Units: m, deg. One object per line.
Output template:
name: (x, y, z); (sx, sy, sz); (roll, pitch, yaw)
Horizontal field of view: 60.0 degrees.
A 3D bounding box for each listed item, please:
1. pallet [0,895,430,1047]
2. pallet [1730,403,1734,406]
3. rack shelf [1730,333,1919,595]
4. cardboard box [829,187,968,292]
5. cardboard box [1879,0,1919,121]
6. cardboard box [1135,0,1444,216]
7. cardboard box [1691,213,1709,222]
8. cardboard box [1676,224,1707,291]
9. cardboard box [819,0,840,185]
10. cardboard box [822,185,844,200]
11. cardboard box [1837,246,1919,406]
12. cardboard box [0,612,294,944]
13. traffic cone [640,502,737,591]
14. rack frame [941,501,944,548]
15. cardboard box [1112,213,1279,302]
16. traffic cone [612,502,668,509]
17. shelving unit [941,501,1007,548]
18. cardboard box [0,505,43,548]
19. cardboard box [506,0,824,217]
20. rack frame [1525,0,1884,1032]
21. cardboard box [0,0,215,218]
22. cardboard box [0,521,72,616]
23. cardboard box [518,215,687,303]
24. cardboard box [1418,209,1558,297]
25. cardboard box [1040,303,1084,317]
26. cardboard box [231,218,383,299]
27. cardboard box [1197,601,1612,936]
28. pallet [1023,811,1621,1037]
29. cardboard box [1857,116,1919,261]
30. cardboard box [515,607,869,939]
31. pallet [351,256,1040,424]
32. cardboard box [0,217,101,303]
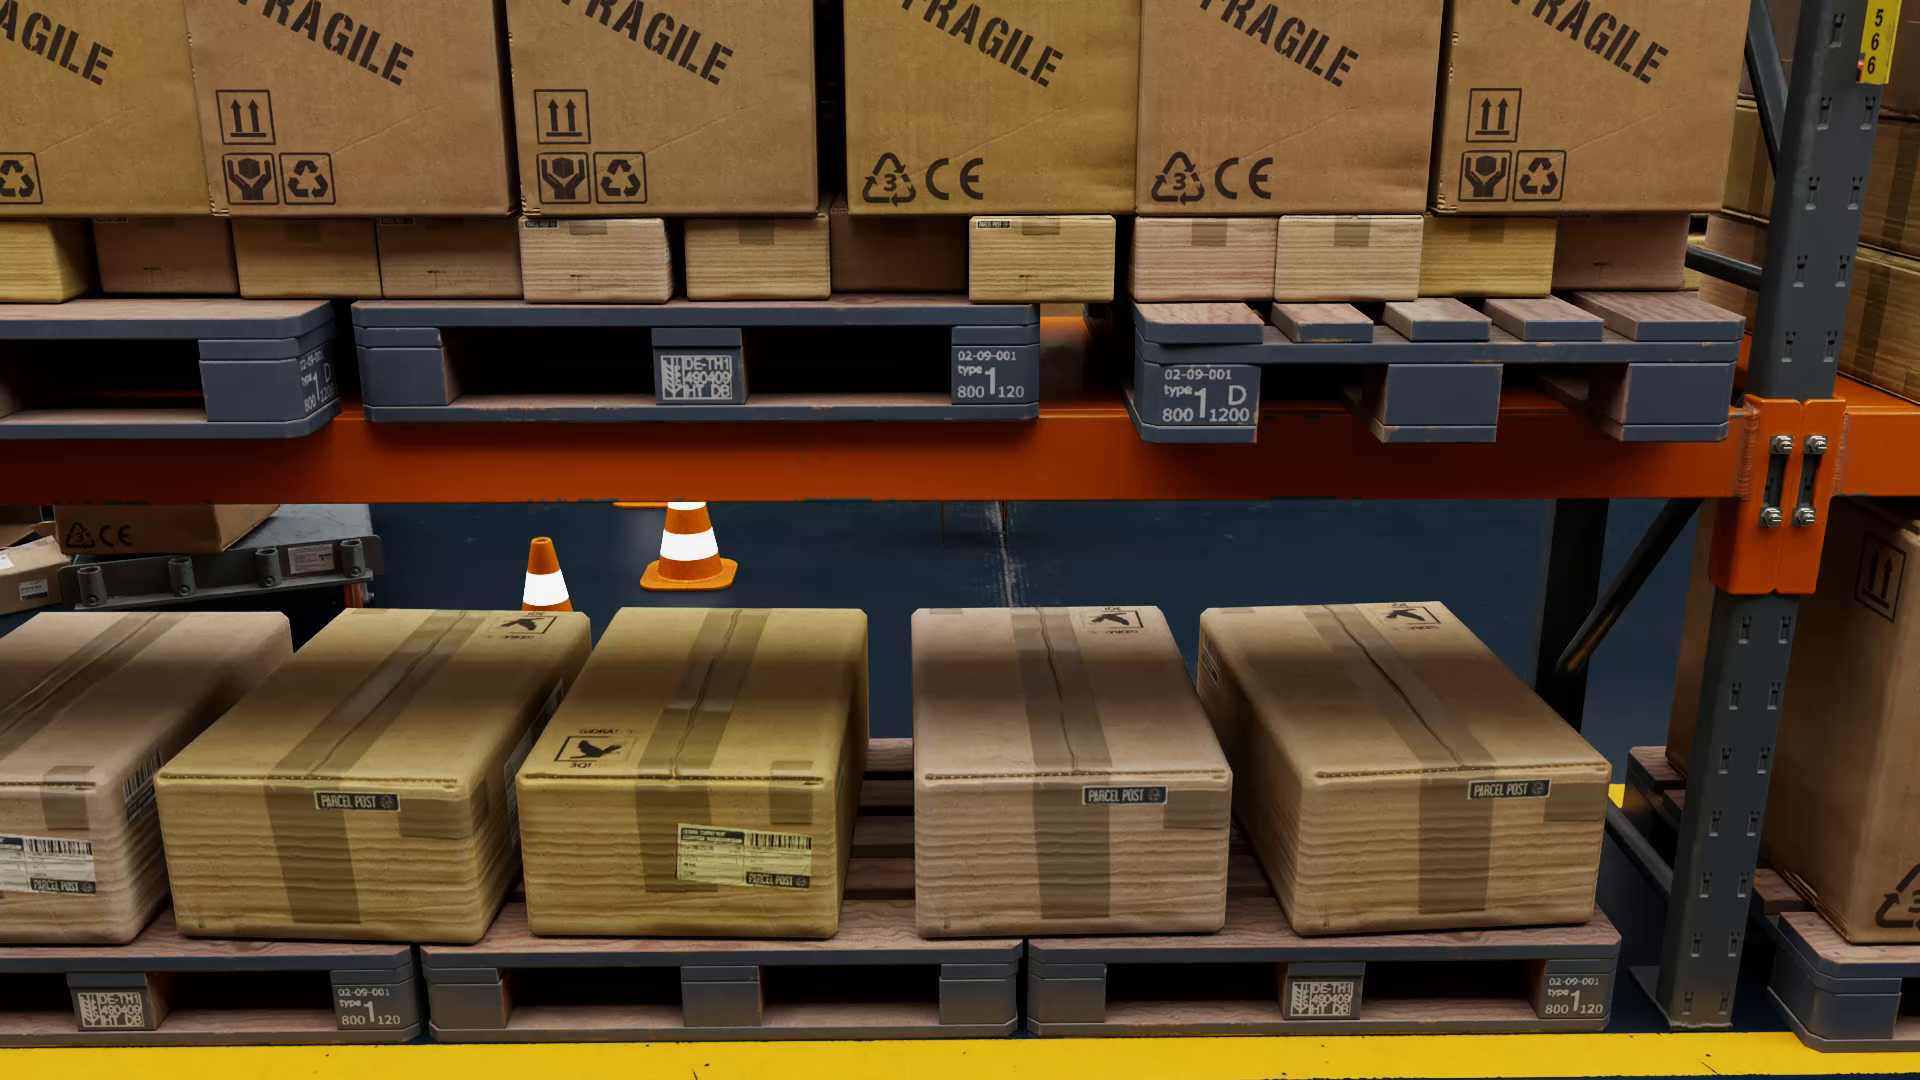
pallet: (-1.711, 0.770, 3.803); (1.213, 0.211, 1.003); (0, 18, -1)
pallet: (3.329, -0.765, 8.587); (1.213, 0.211, 1.003); (0, 18, -1)
rack shelf: (3.510, -0.240, 3.564); (4.000, 0.370, 1.077); (0, 18, -1)
cardboard box: (-0.112, -0.575, 3.153); (0.250, 0.149, 0.380); (0, 18, 0)
cardboard box: (2.007, -1.025, 3.031); (0.500, 0.500, 0.500); (-1, 18, -3)
cardboard box: (0.544, -0.870, 3.010); (0.500, 0.500, 0.500); (-1, 18, -2)
cardboard box: (4.055, -1.545, 8.629); (0.500, 0.250, 0.500); (0, 18, 1)
cardboard box: (3.548, -1.385, 8.130); (0.500, 0.250, 0.500); (-1, 18, -3)
cardboard box: (-0.495, -1.022, 3.484); (0.500, 0.500, 0.500); (-1, 18, -3)
cardboard box: (-0.172, -0.697, 3.534); (0.250, 0.149, 0.380); (0, 18, 1)
cardboard box: (2.004, -0.427, 3.215); (0.500, 0.250, 0.500); (-1, 18, -2)
cardboard box: (-1.965, 0.494, 3.712); (0.625, 0.372, 0.950); (0, 18, 0)
traffic cone: (-0.997, -0.086, 6.060); (0.334, 0.463, 0.336); (0, 18, -1)
rack frame: (-0.068, -0.500, 6.386); (0.008, 1.050, 0.200); (0, 18, -1)
cardboard box: (0.416, -0.543, 3.054); (0.250, 0.149, 0.380); (-1, 18, -3)
traffic cone: (-1.303, -0.403, 7.045); (0.334, 0.463, 0.336); (0, 18, -1)
shelving unit: (0.053, -0.500, 6.388); (0.252, 1.050, 0.215); (0, 18, -1)
cardboard box: (-3.837, -0.199, 6.123); (0.503, 0.637, 0.797); (0, 18, -1)
cardboard box: (-0.507, -0.865, 2.994); (0.500, 0.500, 0.500); (-1, 18, -3)
rack frame: (1.510, -0.573, 3.424); (0.127, 3.000, 1.000); (0, 18, -1)
cardboard box: (-1.515, -0.861, 2.981); (0.500, 0.500, 0.500); (0, 18, -1)
cardboard box: (-3.337, 0.096, 5.813); (0.396, 0.266, 0.258); (-15, 23, -39)
cardboard box: (-0.628, -0.538, 3.039); (0.250, 0.149, 0.380); (0, 18, 1)
cardboard box: (0.919, -0.557, 3.097); (0.250, 0.149, 0.380); (0, 18, 0)
cardboard box: (0.721, -1.238, 8.492); (0.750, 0.750, 1.050); (-1, 18, -2)
cardboard box: (-1.142, -0.552, 3.082); (0.250, 0.149, 0.380); (0, 18, 0)
cardboard box: (0.945, 0.478, 3.763); (0.625, 0.372, 0.950); (-1, 18, -5)
pallet: (0.729, 0.758, 3.840); (1.213, 0.211, 1.003); (0, 18, -1)
cardboard box: (2.021, -0.667, 3.143); (0.500, 0.250, 0.500); (0, 18, -1)
cardboard box: (-0.551, 0.486, 3.738); (0.625, 0.372, 0.950); (0, 18, 1)
pallet: (-0.468, -0.460, 3.385); (1.213, 0.211, 1.003); (0, 18, -1)
cardboard box: (-1.682, -0.539, 3.041); (0.250, 0.149, 0.380); (0, 18, 0)
